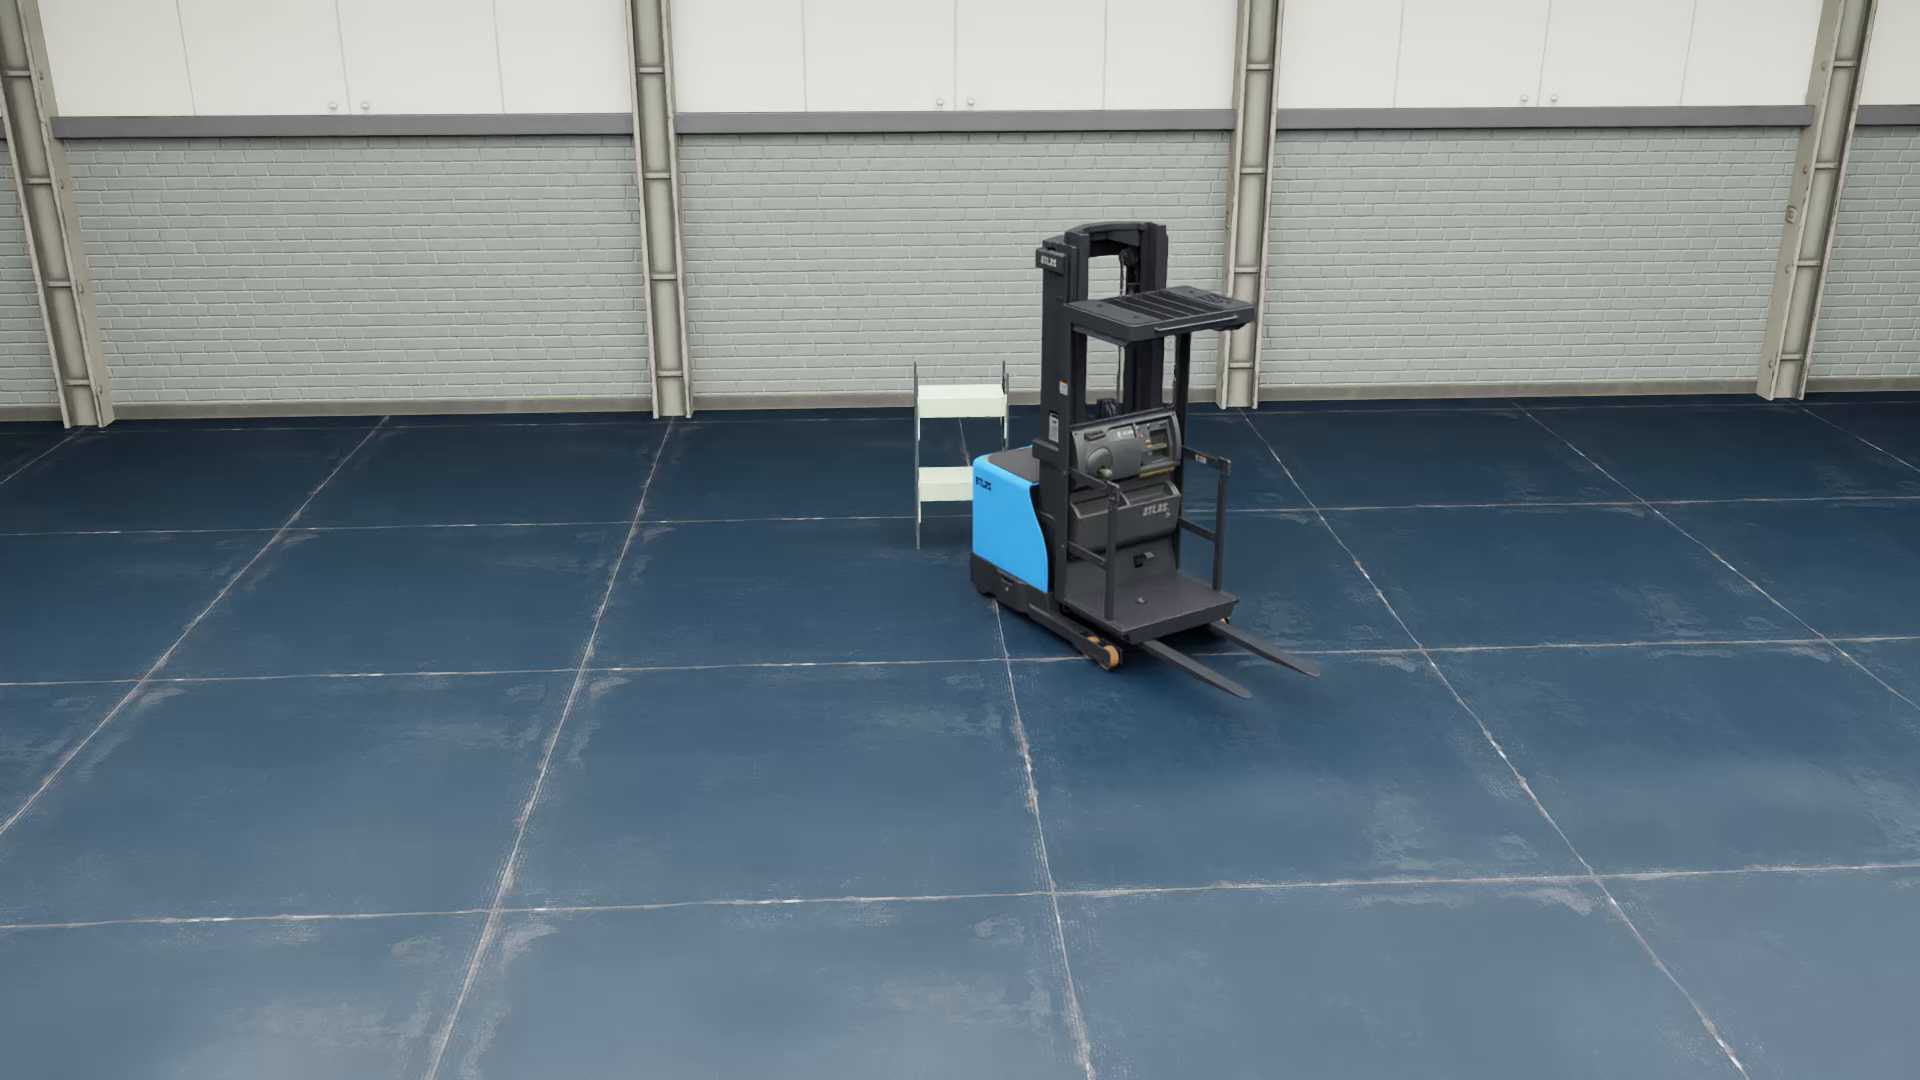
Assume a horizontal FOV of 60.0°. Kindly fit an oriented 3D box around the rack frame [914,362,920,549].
[{"bbox_3d":[-0.359,-0.694,13.766,0.023,1.500,0.400,-1,21,-3],"label":"rack frame"}]

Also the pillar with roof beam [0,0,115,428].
[{"bbox_3d":[-8.766,-3.887,11.614,0.400,9.000,9.100,-1,21,-3],"label":"pillar with roof beam"}]

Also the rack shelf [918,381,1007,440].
[{"bbox_3d":[0.007,-1.066,13.647,0.720,0.370,0.431,-1,21,-3],"label":"rack shelf"}]

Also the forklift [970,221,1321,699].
[{"bbox_3d":[1.306,-0.655,11.652,1.130,2.935,3.031,-13,24,-31],"label":"forklift"}]

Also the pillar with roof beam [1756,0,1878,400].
[{"bbox_3d":[9.204,-4.252,12.574,0.400,9.000,9.100,-1,21,-3],"label":"pillar with roof beam"}]

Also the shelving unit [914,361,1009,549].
[{"bbox_3d":[0.007,-0.701,13.786,0.755,1.500,0.431,-1,21,-3],"label":"shelving unit"}]

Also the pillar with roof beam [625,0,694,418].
[{"bbox_3d":[-2.776,-4.009,11.934,0.400,9.000,9.100,-1,21,-3],"label":"pillar with roof beam"}]

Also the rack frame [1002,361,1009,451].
[{"bbox_3d":[0.372,-0.708,13.805,0.023,1.500,0.400,-1,21,-3],"label":"rack frame"}]

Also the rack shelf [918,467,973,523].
[{"bbox_3d":[0.007,-0.396,13.902,0.720,0.370,0.431,-1,21,-3],"label":"rack shelf"}]

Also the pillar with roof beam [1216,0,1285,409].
[{"bbox_3d":[3.214,-4.130,12.254,0.400,9.000,9.100,-1,21,-3],"label":"pillar with roof beam"}]
